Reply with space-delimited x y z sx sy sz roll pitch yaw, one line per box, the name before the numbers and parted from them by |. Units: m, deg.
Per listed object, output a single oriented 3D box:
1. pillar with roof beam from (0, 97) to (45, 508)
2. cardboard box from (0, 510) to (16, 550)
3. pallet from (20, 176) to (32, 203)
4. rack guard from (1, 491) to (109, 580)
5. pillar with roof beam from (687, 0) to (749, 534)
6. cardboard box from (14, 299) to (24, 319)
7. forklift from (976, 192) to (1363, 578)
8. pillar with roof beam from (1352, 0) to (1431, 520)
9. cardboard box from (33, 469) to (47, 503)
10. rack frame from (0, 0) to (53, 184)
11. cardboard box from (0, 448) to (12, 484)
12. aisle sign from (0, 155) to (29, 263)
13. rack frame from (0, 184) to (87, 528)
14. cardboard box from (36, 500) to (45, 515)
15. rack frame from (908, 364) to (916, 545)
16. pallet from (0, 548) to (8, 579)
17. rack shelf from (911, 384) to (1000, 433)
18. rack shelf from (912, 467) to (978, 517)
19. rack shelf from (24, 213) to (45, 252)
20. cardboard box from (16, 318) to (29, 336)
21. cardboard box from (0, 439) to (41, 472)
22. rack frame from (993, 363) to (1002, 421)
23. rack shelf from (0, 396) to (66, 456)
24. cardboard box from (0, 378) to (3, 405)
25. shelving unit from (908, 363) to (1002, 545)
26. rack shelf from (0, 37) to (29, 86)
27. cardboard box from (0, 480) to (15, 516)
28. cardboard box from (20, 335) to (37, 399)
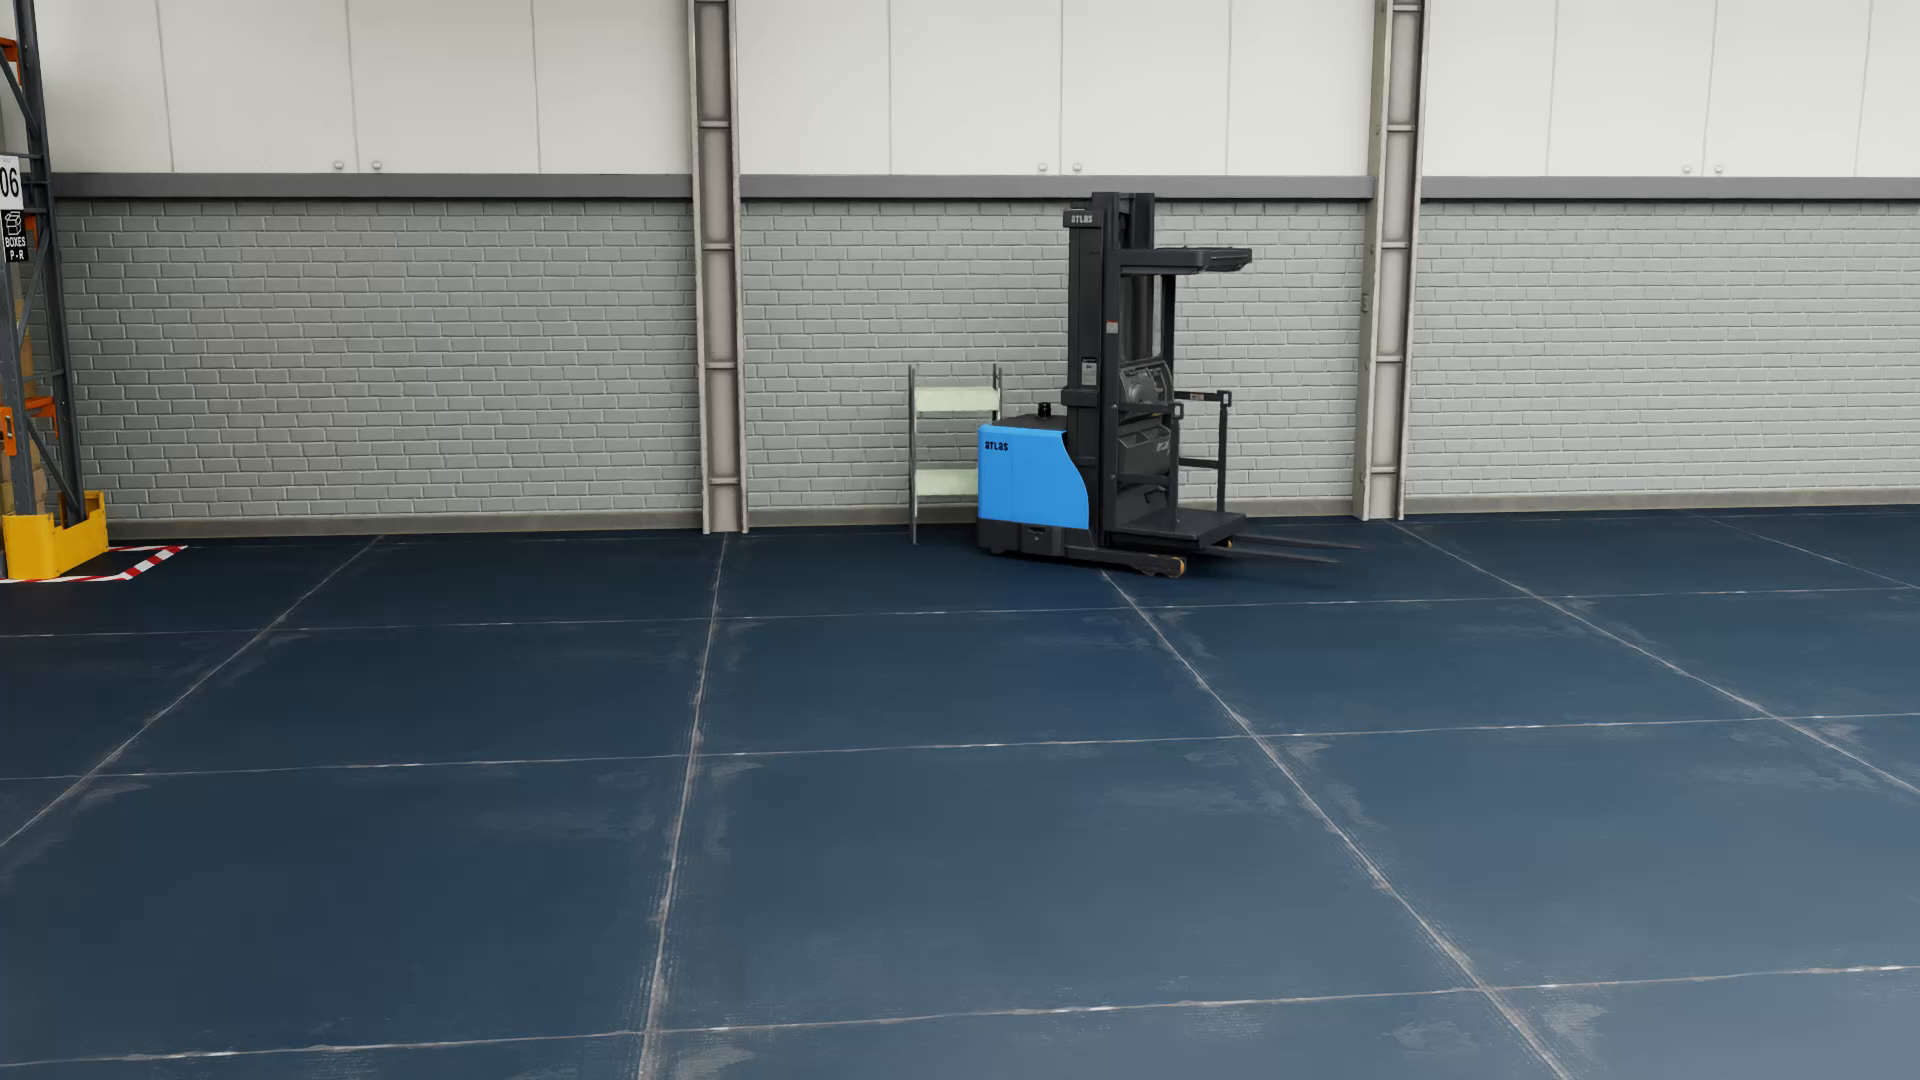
pillar with roof beam | -7.584 -3.554 9.117 0.400 9.000 9.100 -1 11 -6
cardboard box | -7.693 -0.064 12.956 0.500 0.250 0.500 -1 11 -6
pallet | -7.965 -2.696 12.759 1.213 0.211 1.003 -1 11 -6
rack guard | -7.236 -0.051 13.333 0.348 0.500 1.175 -1 11 -6
pillar with roof beam | -1.619 -3.679 9.753 0.400 9.000 9.100 -1 11 -6
cardboard box | -7.617 -1.825 13.161 0.250 0.149 0.380 -1 11 -7
forklift | 1.663 -1.258 13.167 3.031 2.935 1.130 6 13 30
pillar with roof beam | 4.345 -3.804 10.388 0.400 9.000 9.100 -1 11 -6
cardboard box | -7.750 -0.410 13.419 0.500 0.250 0.500 -1 11 -5
rack frame | -7.260 -4.221 12.511 0.127 3.000 1.000 -1 11 -6
cardboard box | -7.684 -0.555 12.865 0.500 0.250 0.500 -1 11 -4
aisle sign | -7.163 -2.498 12.559 0.004 0.787 0.394 -1 11 -6
rack frame | -7.260 -1.277 13.089 0.127 3.000 1.000 -1 11 -6
cardboard box | -7.769 -0.162 13.453 0.500 0.250 0.500 -1 11 -6
rack frame | -0.409 -0.734 14.212 0.023 1.500 0.400 -1 11 -6
pallet | -8.015 0.115 13.237 1.213 0.211 1.003 -1 11 -6
rack shelf | -0.045 -1.125 14.178 0.720 0.370 0.431 -1 11 -6
rack shelf | -0.045 -0.422 14.316 0.720 0.370 0.431 -1 11 -6
rack shelf | -9.248 -2.355 12.658 4.000 0.370 1.077 -1 11 -6
cardboard box | -7.625 -1.687 13.234 0.250 0.149 0.380 -1 11 -8
cardboard box | -7.758 -0.651 13.351 0.500 0.250 0.500 -1 11 -7
rack frame | 0.318 -0.750 14.294 0.023 1.500 0.400 -1 11 -6
rack shelf | -9.248 -0.883 12.947 4.000 0.370 1.077 -1 11 -6
cardboard box | -7.721 -1.266 12.771 0.500 0.500 0.500 -1 11 -7
shelving unit | -0.045 -0.742 14.253 0.755 1.500 0.431 -1 11 -6
rack shelf | -9.248 -3.630 12.407 4.000 0.370 1.077 -1 11 -6
cardboard box | -7.710 -0.309 12.909 0.500 0.250 0.500 -1 11 -7
cardboard box | -7.782 -1.369 13.298 0.500 0.500 0.500 -1 11 -4
